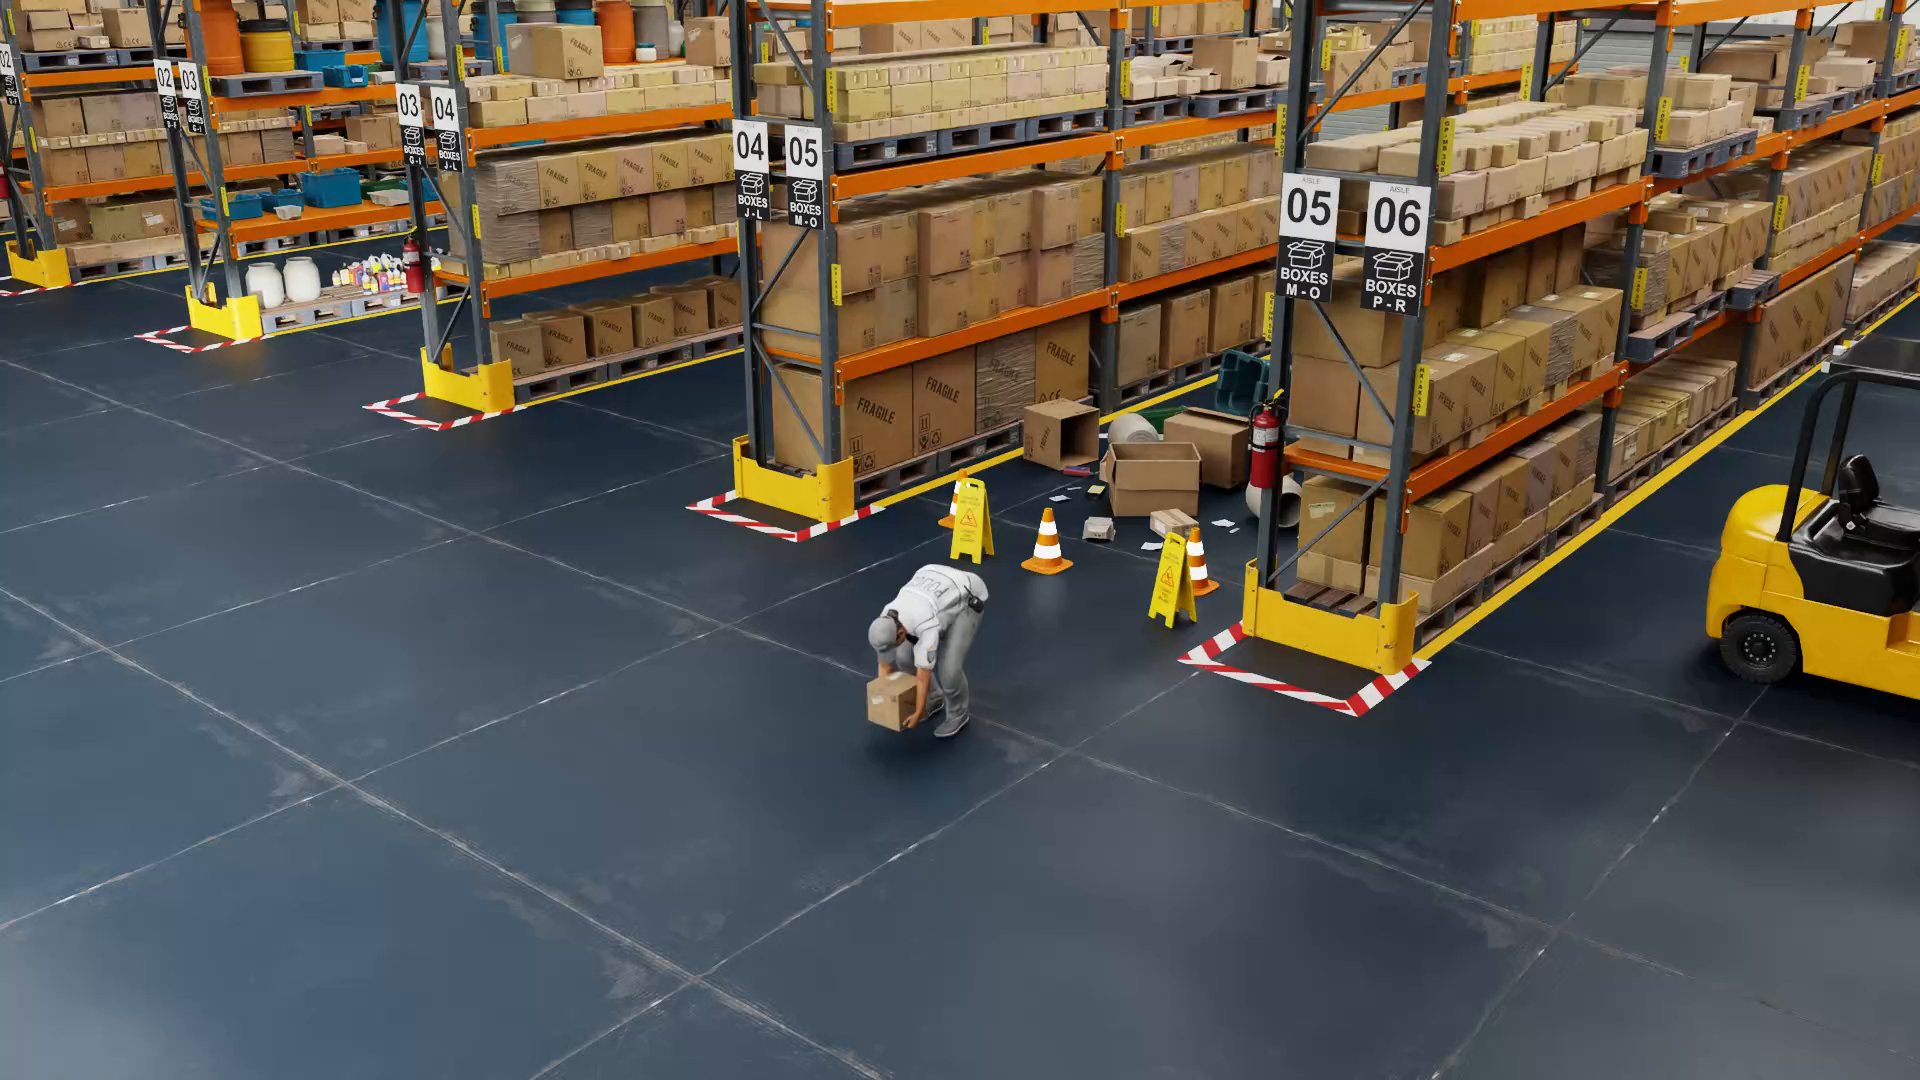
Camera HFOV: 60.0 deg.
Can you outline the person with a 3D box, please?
[{"bbox_3d":[-0.225,0.709,10.100,0.484,1.014,0.949,15,25,34],"label":"person"}]
